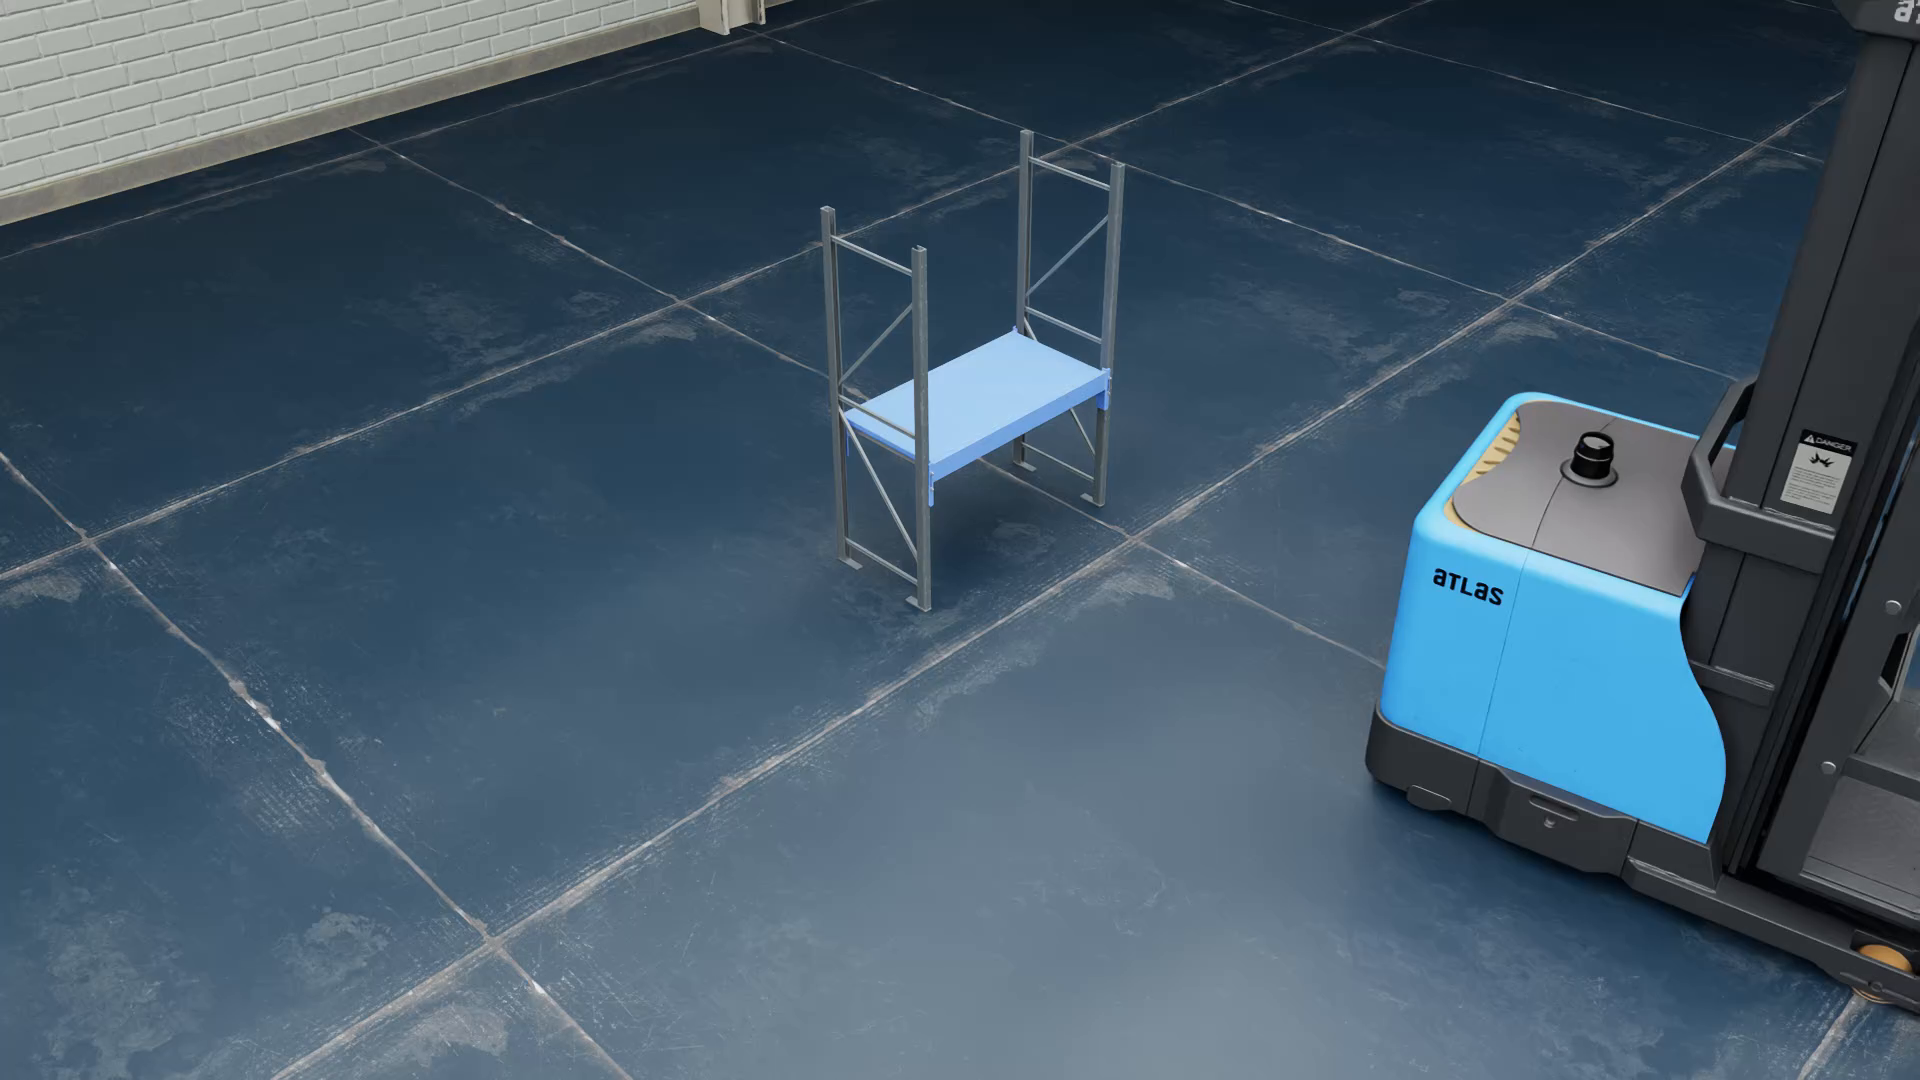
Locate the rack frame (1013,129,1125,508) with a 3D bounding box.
[{"bbox_3d":[0.418,-0.856,6.667,0.500,1.500,0.032,30,45,35],"label":"rack frame"}]

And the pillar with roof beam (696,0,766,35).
[{"bbox_3d":[1.389,-5.725,7.093,9.100,9.000,0.400,30,45,35],"label":"pillar with roof beam"}]

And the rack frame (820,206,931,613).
[{"bbox_3d":[-0.298,-0.443,6.075,0.500,1.500,0.032,30,45,35],"label":"rack frame"}]

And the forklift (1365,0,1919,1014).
[{"bbox_3d":[2.864,-0.148,4.401,3.031,2.935,1.130,21,40,27],"label":"forklift"}]

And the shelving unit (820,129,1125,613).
[{"bbox_3d":[0.060,-0.650,6.371,0.538,1.500,1.048,30,45,35],"label":"shelving unit"}]

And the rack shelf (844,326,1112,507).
[{"bbox_3d":[0.060,-0.502,6.474,0.538,0.185,1.000,30,45,35],"label":"rack shelf"}]
